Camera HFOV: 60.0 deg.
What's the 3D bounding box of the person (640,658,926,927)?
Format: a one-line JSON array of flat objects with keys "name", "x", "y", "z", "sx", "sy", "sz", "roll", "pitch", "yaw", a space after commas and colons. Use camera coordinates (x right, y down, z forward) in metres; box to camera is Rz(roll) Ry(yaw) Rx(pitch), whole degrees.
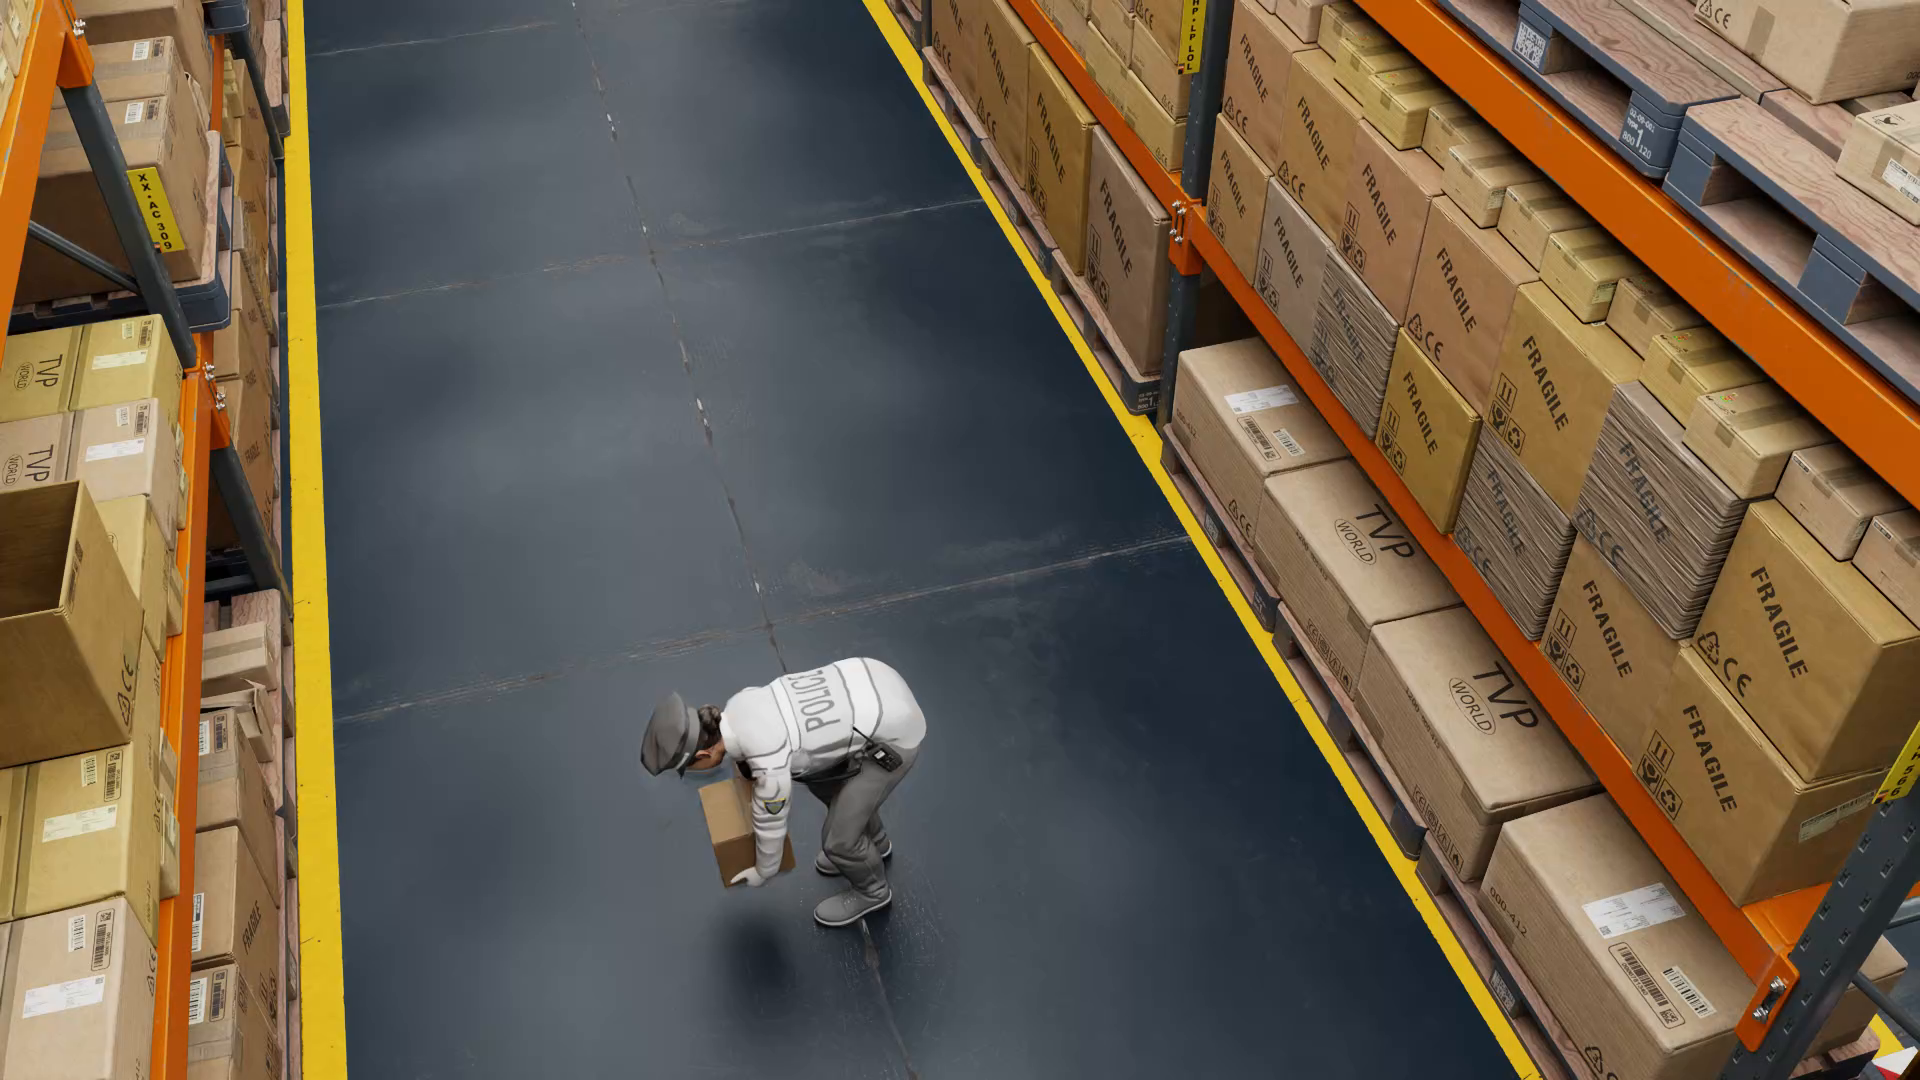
[{"name": "person", "x": -0.569, "y": 0.871, "z": 5.593, "sx": 0.923, "sy": 1.151, "sz": 0.408, "roll": -13, "pitch": 44, "yaw": -14}]
